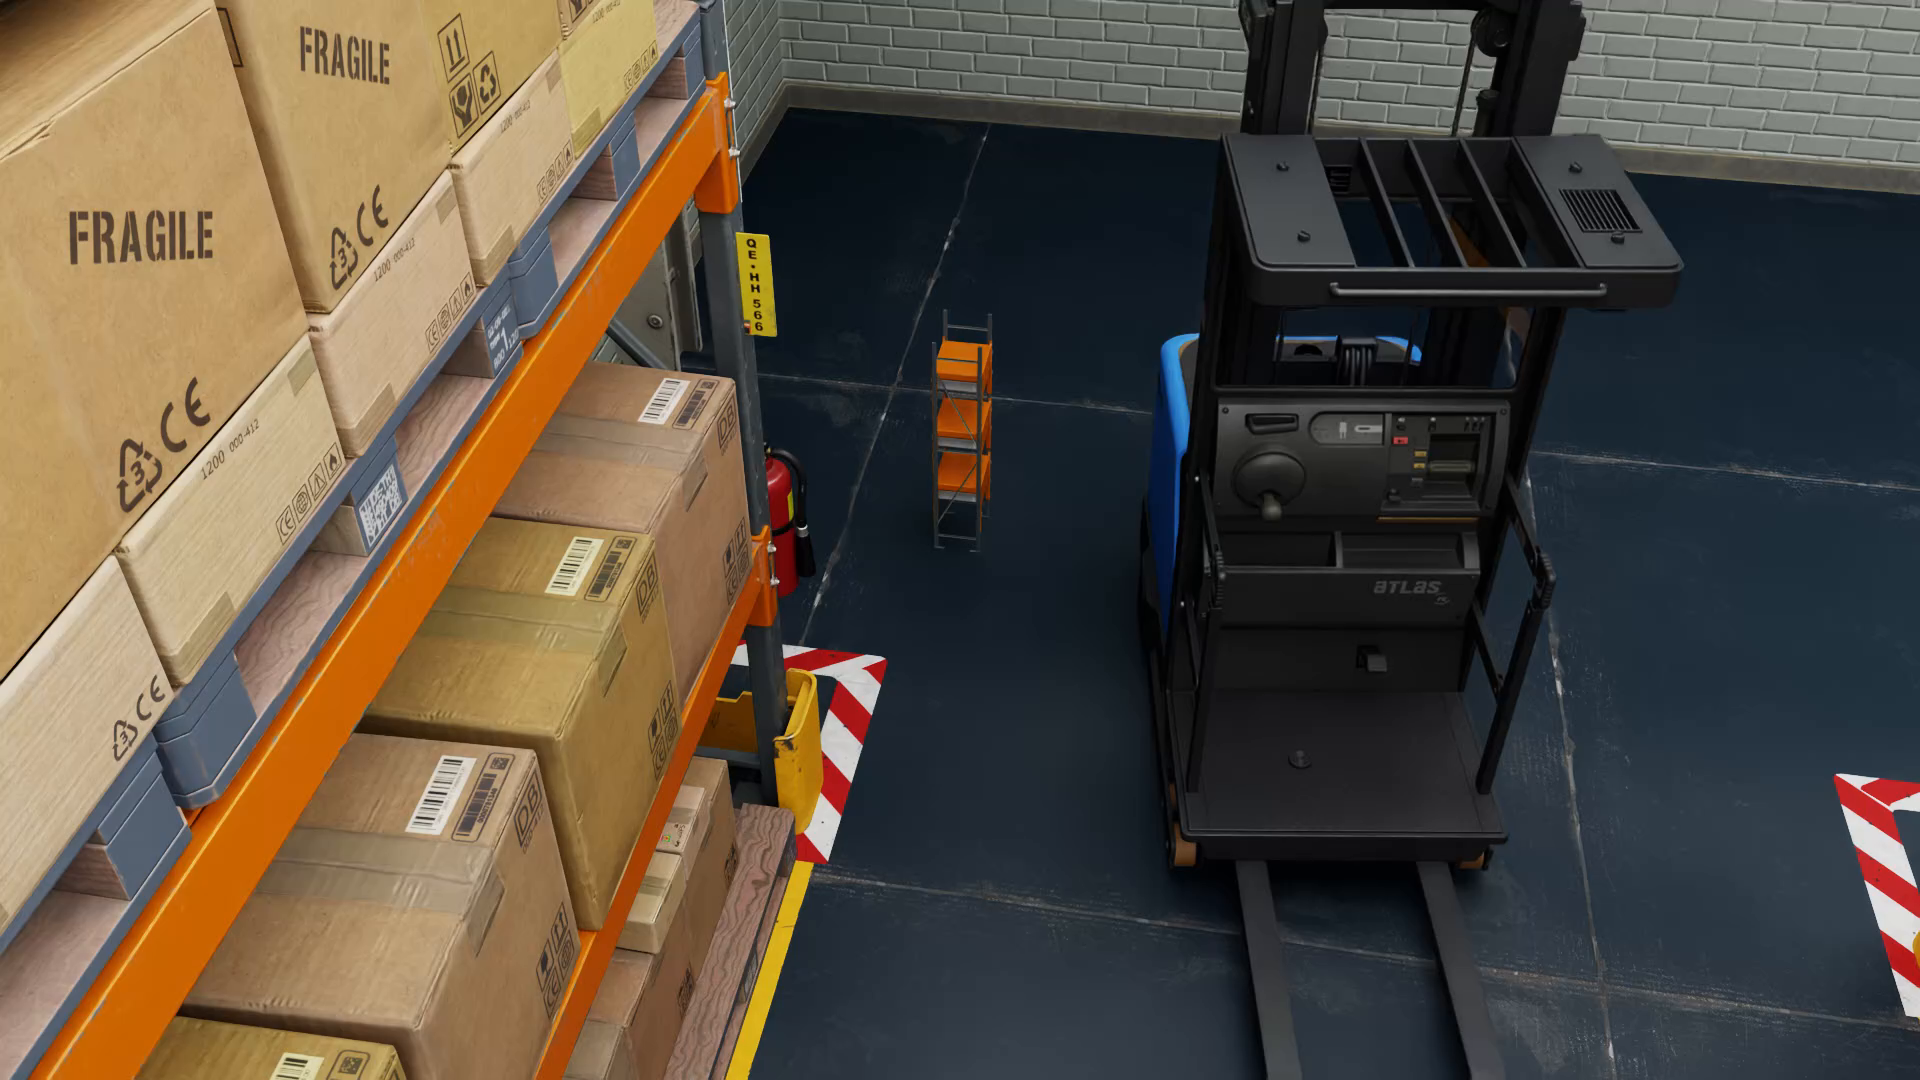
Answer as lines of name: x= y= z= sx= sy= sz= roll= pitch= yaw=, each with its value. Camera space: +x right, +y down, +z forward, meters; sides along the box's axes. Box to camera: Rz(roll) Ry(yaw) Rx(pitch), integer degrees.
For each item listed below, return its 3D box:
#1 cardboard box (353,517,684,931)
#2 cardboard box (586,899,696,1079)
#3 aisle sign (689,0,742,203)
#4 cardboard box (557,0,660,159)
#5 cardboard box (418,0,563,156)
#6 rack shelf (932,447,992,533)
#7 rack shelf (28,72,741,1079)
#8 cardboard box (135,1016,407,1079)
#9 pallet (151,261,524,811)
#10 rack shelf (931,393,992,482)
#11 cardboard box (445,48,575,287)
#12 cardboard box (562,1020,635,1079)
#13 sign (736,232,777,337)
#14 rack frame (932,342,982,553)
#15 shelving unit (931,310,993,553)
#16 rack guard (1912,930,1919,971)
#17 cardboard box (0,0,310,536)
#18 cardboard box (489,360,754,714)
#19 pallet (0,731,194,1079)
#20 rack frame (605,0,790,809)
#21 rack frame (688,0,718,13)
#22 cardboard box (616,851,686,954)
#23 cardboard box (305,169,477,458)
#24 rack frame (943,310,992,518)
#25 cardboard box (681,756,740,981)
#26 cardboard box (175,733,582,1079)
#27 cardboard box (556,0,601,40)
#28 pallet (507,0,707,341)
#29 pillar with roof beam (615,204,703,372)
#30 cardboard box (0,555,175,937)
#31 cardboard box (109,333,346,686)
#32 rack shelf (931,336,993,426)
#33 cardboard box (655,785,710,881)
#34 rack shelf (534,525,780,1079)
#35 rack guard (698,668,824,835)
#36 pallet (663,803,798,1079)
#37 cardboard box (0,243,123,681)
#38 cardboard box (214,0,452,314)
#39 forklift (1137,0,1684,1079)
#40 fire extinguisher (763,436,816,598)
cardboard box: x=-1.299 y=0.419 z=4.154 sx=0.980 sy=0.700 sz=0.700 roll=6 pitch=40 yaw=7
cardboard box: x=-1.214 y=1.322 z=4.930 sx=0.700 sy=0.500 sz=0.500 roll=6 pitch=40 yaw=8
aisle sign: x=-0.797 y=-1.258 z=4.378 sx=0.394 sy=0.787 sz=0.004 roll=6 pitch=40 yaw=8
cardboard box: x=-0.971 y=-1.054 z=3.526 sx=0.500 sy=0.250 sz=0.500 roll=8 pitch=40 yaw=9
cardboard box: x=-1.061 y=-1.030 z=2.908 sx=0.500 sy=0.500 sz=0.500 roll=8 pitch=40 yaw=9
rack shelf: x=0.009 y=-0.216 z=7.140 sx=0.215 sy=0.259 sz=0.240 roll=6 pitch=40 yaw=8
rack shelf: x=-1.451 y=0.132 z=2.947 sx=1.077 sy=0.370 sz=4.000 roll=6 pitch=40 yaw=8
cardboard box: x=-1.556 y=1.354 z=3.023 sx=0.980 sy=0.700 sz=0.700 roll=5 pitch=40 yaw=7
pallet: x=-1.432 y=-0.132 z=2.771 sx=1.003 sy=0.211 sz=1.213 roll=6 pitch=40 yaw=8
rack shelf: x=0.009 y=-0.430 z=6.963 sx=0.215 sy=0.259 sz=0.240 roll=6 pitch=40 yaw=8
cardboard box: x=-1.060 y=-0.727 z=3.131 sx=0.500 sy=0.250 sz=0.500 roll=5 pitch=40 yaw=6
cardboard box: x=-1.301 y=1.637 z=4.548 sx=0.700 sy=0.500 sz=0.500 roll=5 pitch=40 yaw=6
sign: x=-0.573 y=-0.713 z=4.664 sx=0.100 sy=0.325 sz=0.005 roll=6 pitch=40 yaw=8
rack frame: x=-0.012 y=-0.362 z=6.863 sx=0.200 sy=1.050 sz=0.008 roll=6 pitch=40 yaw=8
shelving unit: x=0.009 y=-0.438 z=6.956 sx=0.215 sy=1.050 sz=0.252 roll=6 pitch=40 yaw=8
rack guard: x=3.761 y=1.311 z=5.272 sx=1.175 sy=0.500 sz=0.348 roll=6 pitch=40 yaw=8
cardboard box: x=-1.235 y=-0.372 z=2.113 sx=0.500 sy=0.500 sz=0.500 roll=7 pitch=40 yaw=8
cardboard box: x=-1.184 y=-0.039 z=4.707 sx=0.980 sy=0.700 sz=0.700 roll=8 pitch=40 yaw=10
pallet: x=-1.646 y=0.632 z=1.847 sx=1.003 sy=0.211 sz=1.213 roll=6 pitch=40 yaw=8
rack frame: x=-1.105 y=-0.244 z=5.191 sx=1.000 sy=3.000 sz=0.127 roll=6 pitch=40 yaw=8
rack frame: x=-1.105 y=-2.556 z=3.280 sx=1.000 sy=3.000 sz=0.127 roll=6 pitch=40 yaw=8
cardboard box: x=-1.014 y=1.019 z=4.787 sx=0.380 sy=0.149 sz=0.250 roll=7 pitch=40 yaw=9
cardboard box: x=-1.145 y=-0.400 z=2.736 sx=0.500 sy=0.250 sz=0.500 roll=5 pitch=40 yaw=6
rack frame: x=0.030 y=-0.515 z=7.049 sx=0.200 sy=1.050 sz=0.008 roll=6 pitch=40 yaw=8
cardboard box: x=-1.128 y=1.008 z=5.309 sx=0.700 sy=0.500 sz=0.500 roll=6 pitch=40 yaw=8
cardboard box: x=-1.440 y=0.897 z=3.576 sx=0.980 sy=0.700 sz=0.700 roll=5 pitch=40 yaw=6
cardboard box: x=-0.963 y=-1.343 z=3.287 sx=0.500 sy=0.500 sz=0.500 roll=6 pitch=40 yaw=8
pallet: x=-1.223 y=-0.899 z=3.699 sx=1.003 sy=0.211 sz=1.213 roll=6 pitch=40 yaw=8
pillar with roof beam: x=2.750 y=-3.872 z=4.871 sx=9.100 sy=9.000 sz=0.400 roll=6 pitch=40 yaw=8
cardboard box: x=-1.316 y=0.245 z=1.956 sx=0.500 sy=0.250 sz=0.500 roll=6 pitch=40 yaw=7
cardboard box: x=-1.235 y=-0.078 z=2.346 sx=0.500 sy=0.250 sz=0.500 roll=5 pitch=40 yaw=6
rack shelf: x=0.009 y=-0.649 z=6.782 sx=0.215 sy=0.259 sz=0.240 roll=6 pitch=40 yaw=8
cardboard box: x=-0.971 y=0.858 z=4.981 sx=0.380 sy=0.149 sz=0.250 roll=6 pitch=40 yaw=7
rack shelf: x=-1.451 y=1.288 z=3.903 sx=1.077 sy=0.370 sz=4.000 roll=6 pitch=40 yaw=8
rack guard: x=-1.101 y=0.704 z=6.006 sx=1.175 sy=0.500 sz=0.348 roll=6 pitch=40 yaw=8
pallet: x=-1.167 y=1.341 z=5.463 sx=1.003 sy=0.211 sz=1.213 roll=6 pitch=40 yaw=8
cardboard box: x=-1.315 y=-0.061 z=1.737 sx=0.500 sy=0.500 sz=0.500 roll=6 pitch=40 yaw=7
cardboard box: x=-1.143 y=-0.701 z=2.511 sx=0.500 sy=0.500 sz=0.500 roll=5 pitch=40 yaw=6
forklift: x=1.284 y=-0.177 z=5.164 sx=1.130 sy=2.935 sz=3.031 roll=0 pitch=40 yaw=0
fire extinguisher: x=-0.625 y=-0.115 z=5.388 sx=0.296 sy=0.674 sz=0.183 roll=6 pitch=40 yaw=8
